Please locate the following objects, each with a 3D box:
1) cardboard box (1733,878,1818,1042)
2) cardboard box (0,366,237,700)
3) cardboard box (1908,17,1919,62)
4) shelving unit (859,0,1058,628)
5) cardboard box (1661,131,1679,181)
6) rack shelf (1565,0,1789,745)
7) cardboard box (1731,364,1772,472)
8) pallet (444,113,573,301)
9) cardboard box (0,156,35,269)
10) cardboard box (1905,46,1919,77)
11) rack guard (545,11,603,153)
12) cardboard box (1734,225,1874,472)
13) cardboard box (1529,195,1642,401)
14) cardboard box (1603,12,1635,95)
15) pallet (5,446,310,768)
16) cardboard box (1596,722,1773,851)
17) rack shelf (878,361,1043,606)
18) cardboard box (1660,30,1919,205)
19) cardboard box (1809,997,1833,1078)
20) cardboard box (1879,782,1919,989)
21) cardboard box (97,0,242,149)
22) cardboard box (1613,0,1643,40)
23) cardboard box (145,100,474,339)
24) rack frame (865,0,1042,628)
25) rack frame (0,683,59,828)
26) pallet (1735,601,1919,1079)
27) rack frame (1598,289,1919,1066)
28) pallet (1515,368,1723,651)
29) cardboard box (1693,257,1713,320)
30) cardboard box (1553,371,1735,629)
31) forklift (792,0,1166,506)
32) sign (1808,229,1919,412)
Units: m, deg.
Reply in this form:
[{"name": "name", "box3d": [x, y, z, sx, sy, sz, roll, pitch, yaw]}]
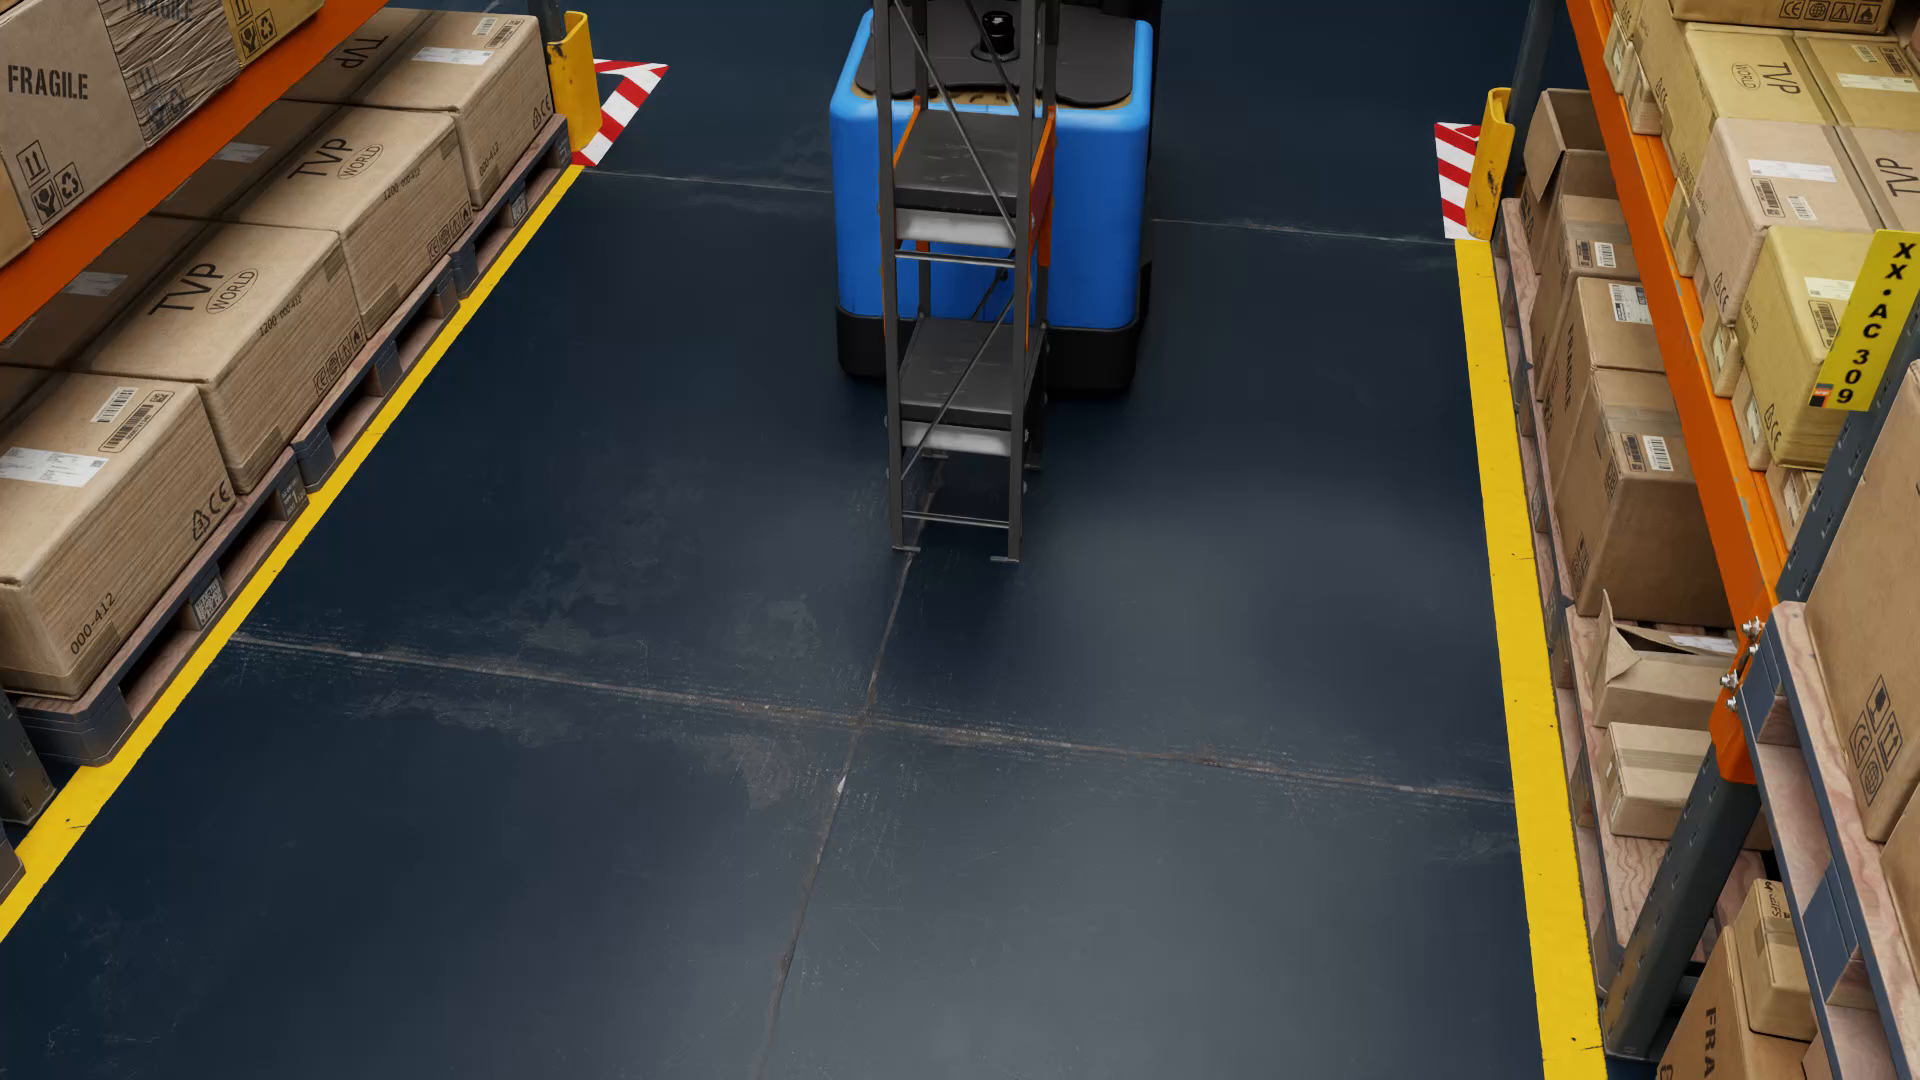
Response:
[{"name": "cardboard box", "box3d": [1.658, 0.794, 3.059, 0.380, 0.149, 0.250, 8, 40, 10]}, {"name": "cardboard box", "box3d": [-2.693, -0.055, 4.643, 0.875, 0.438, 0.875, 6, 40, 7]}, {"name": "cardboard box", "box3d": [2.502, -1.204, 3.648, 0.500, 0.500, 0.500, 5, 40, 6]}, {"name": "shelving unit", "box3d": [0.010, -0.720, 4.473, 0.431, 2.100, 0.503, 4, 40, 5]}, {"name": "cardboard box", "box3d": [2.073, -1.051, 4.364, 0.380, 0.149, 0.250, 6, 40, 8]}, {"name": "rack shelf", "box3d": [2.328, -0.931, 4.587, 1.077, 0.370, 4.000, 6, 40, 8]}, {"name": "cardboard box", "box3d": [1.812, -0.250, 3.396, 0.380, 0.149, 0.250, 7, 40, 9]}, {"name": "pallet", "box3d": [-2.277, -1.423, 6.806, 1.003, 0.211, 1.213, 6, 40, 8]}, {"name": "cardboard box", "box3d": [-2.568, -0.802, 3.788, 0.500, 0.500, 0.500, 8, 40, 9]}, {"name": "cardboard box", "box3d": [2.505, -0.930, 3.905, 0.500, 0.250, 0.500, 7, 40, 9]}, {"name": "rack guard", "box3d": [-2.211, -2.060, 7.350, 1.175, 0.500, 0.348, 6, 40, 8]}, {"name": "cardboard box", "box3d": [1.830, -0.357, 3.212, 0.500, 0.250, 0.500, 7, 40, 9]}, {"name": "cardboard box", "box3d": [2.289, -0.757, 5.443, 0.700, 0.500, 0.500, 8, 40, 9]}, {"name": "cardboard box", "box3d": [2.075, -1.388, 4.772, 0.380, 0.149, 0.250, 5, 40, 6]}, {"name": "pallet", "box3d": [-2.699, 0.108, 4.954, 1.003, 0.211, 1.213, 6, 40, 8]}, {"name": "cardboard box", "box3d": [1.789, 0.602, 4.076, 0.380, 0.149, 0.250, 5, 40, 6]}, {"name": "rack shelf", "box3d": [0.010, -0.170, 4.927, 0.431, 0.518, 0.480, 4, 40, 5]}, {"name": "cardboard box", "box3d": [2.001, -0.984, 3.971, 0.500, 0.250, 0.500, 6, 40, 7]}, {"name": "cardboard box", "box3d": [1.660, 0.848, 2.760, 0.380, 0.149, 0.250, 5, 40, 6]}, {"name": "cardboard box", "box3d": [1.588, 0.450, 1.943, 0.700, 0.500, 0.500, 7, 40, 8]}, {"name": "cardboard box", "box3d": [-2.385, -1.429, 4.546, 0.500, 0.500, 0.500, 7, 40, 8]}, {"name": "cardboard box", "box3d": [2.159, -1.631, 4.752, 0.500, 0.250, 0.500, 6, 40, 7]}, {"name": "cardboard box", "box3d": [-2.381, -1.183, 6.007, 0.875, 0.438, 0.875, 7, 40, 9]}, {"name": "rack frame", "box3d": [-0.015, -0.565, 4.286, 0.400, 2.100, 0.015, 4, 40, 5]}, {"name": "rack frame", "box3d": [-2.908, -0.498, 3.499, 1.000, 3.000, 0.127, 6, 40, 8]}, {"name": "pallet", "box3d": [1.736, 0.610, 2.309, 1.003, 0.211, 1.213, 6, 40, 8]}, {"name": "rack frame", "box3d": [1.982, 0.047, 2.839, 1.000, 3.000, 0.127, 6, 40, 8]}, {"name": "pallet", "box3d": [2.311, -0.077, 5.178, 1.003, 0.211, 1.213, 6, 40, 8]}, {"name": "cardboard box", "box3d": [1.905, -0.578, 3.792, 0.380, 0.149, 0.250, 7, 40, 9]}, {"name": "cardboard box", "box3d": [2.109, -0.105, 4.655, 0.700, 0.500, 0.500, 5, 40, 6]}, {"name": "forklift", "box3d": [0.169, -2.170, 5.574, 1.130, 2.935, 3.031, 4, 40, 5]}, {"name": "sign", "box3d": [1.446, -0.342, 2.630, 0.100, 0.325, 0.005, 6, 40, 8]}]
